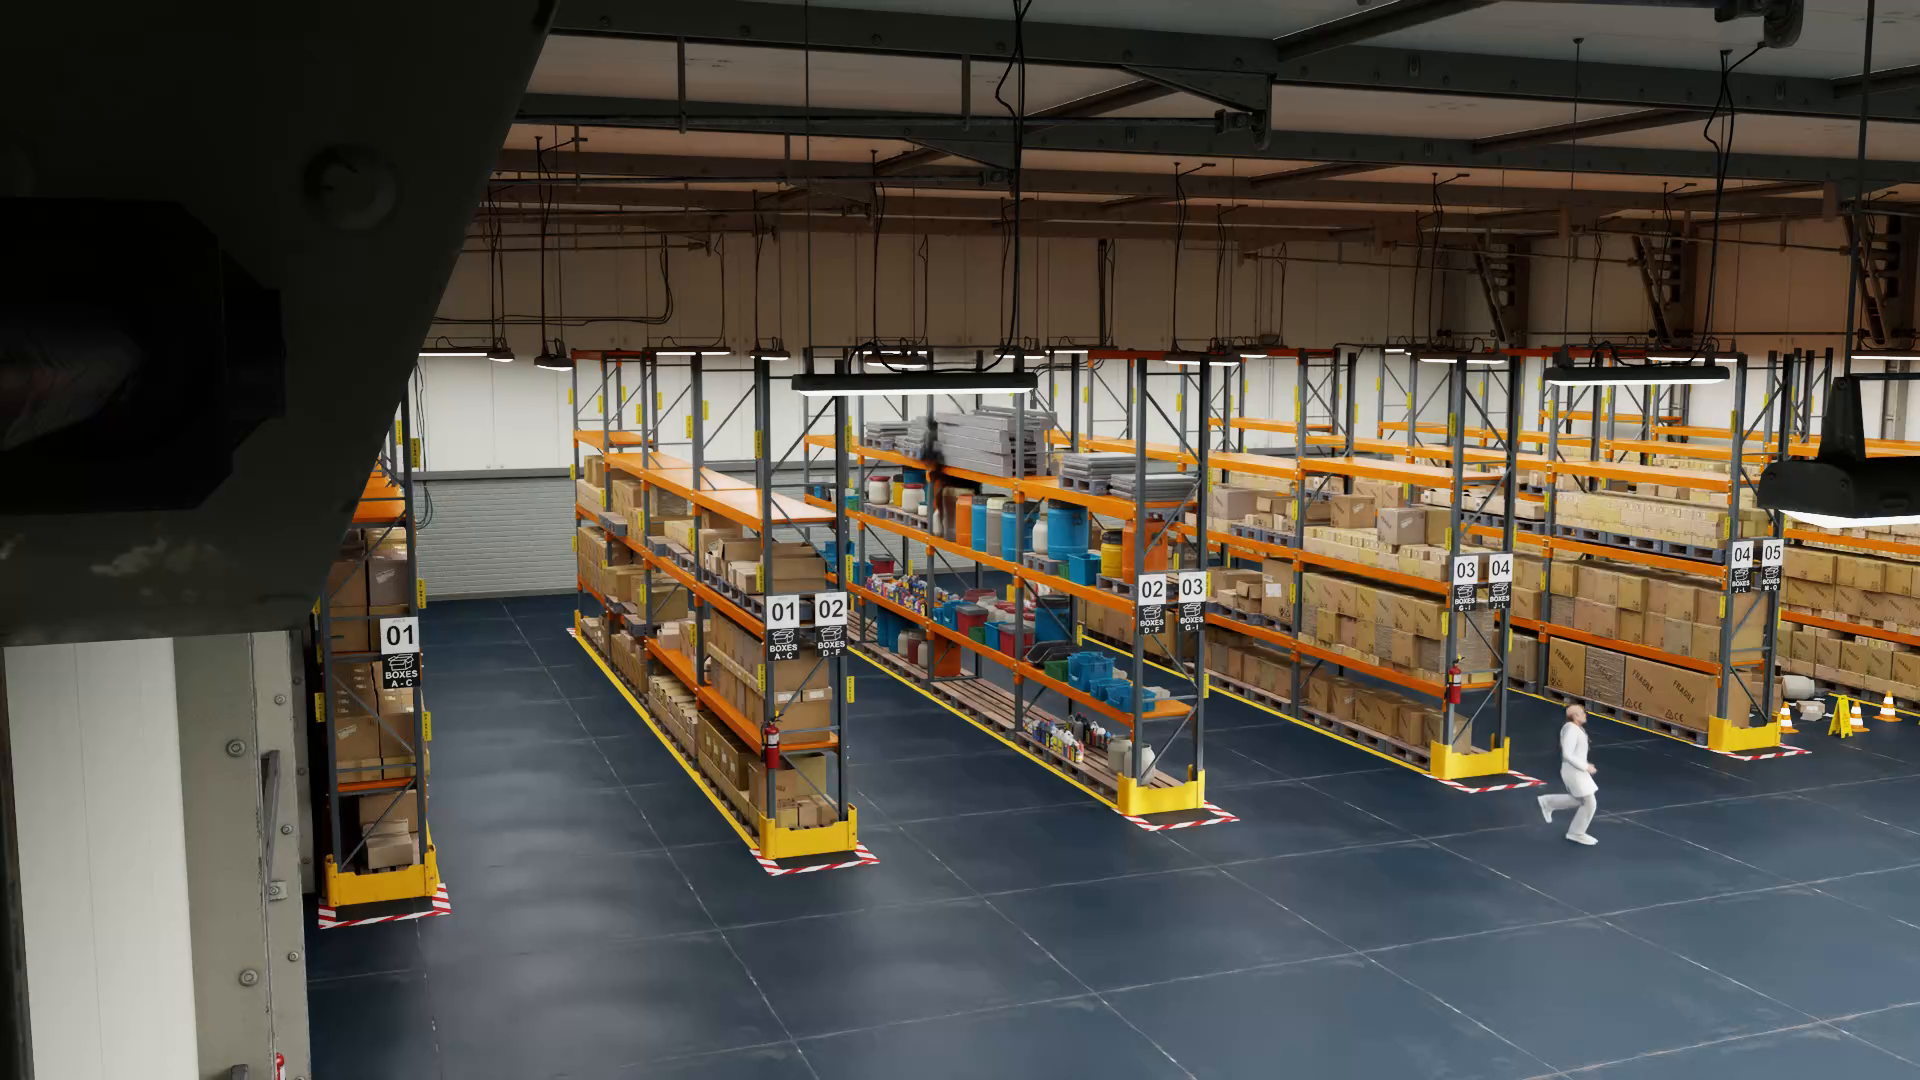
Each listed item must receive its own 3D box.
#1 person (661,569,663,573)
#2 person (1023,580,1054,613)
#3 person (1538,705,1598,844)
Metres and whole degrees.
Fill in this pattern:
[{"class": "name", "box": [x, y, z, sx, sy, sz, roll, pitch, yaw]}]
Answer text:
[{"class": "person", "box": [-6.700, 0.999, 36.118, 0.790, 1.746, 0.728, 3, 8, 23]}, {"class": "person", "box": [1.498, 1.322, 31.022, 0.686, 1.779, 0.815, -4, 8, -30]}, {"class": "person", "box": [7.644, 2.913, 20.741, 0.638, 1.733, 0.742, 2, 7, 15]}]
